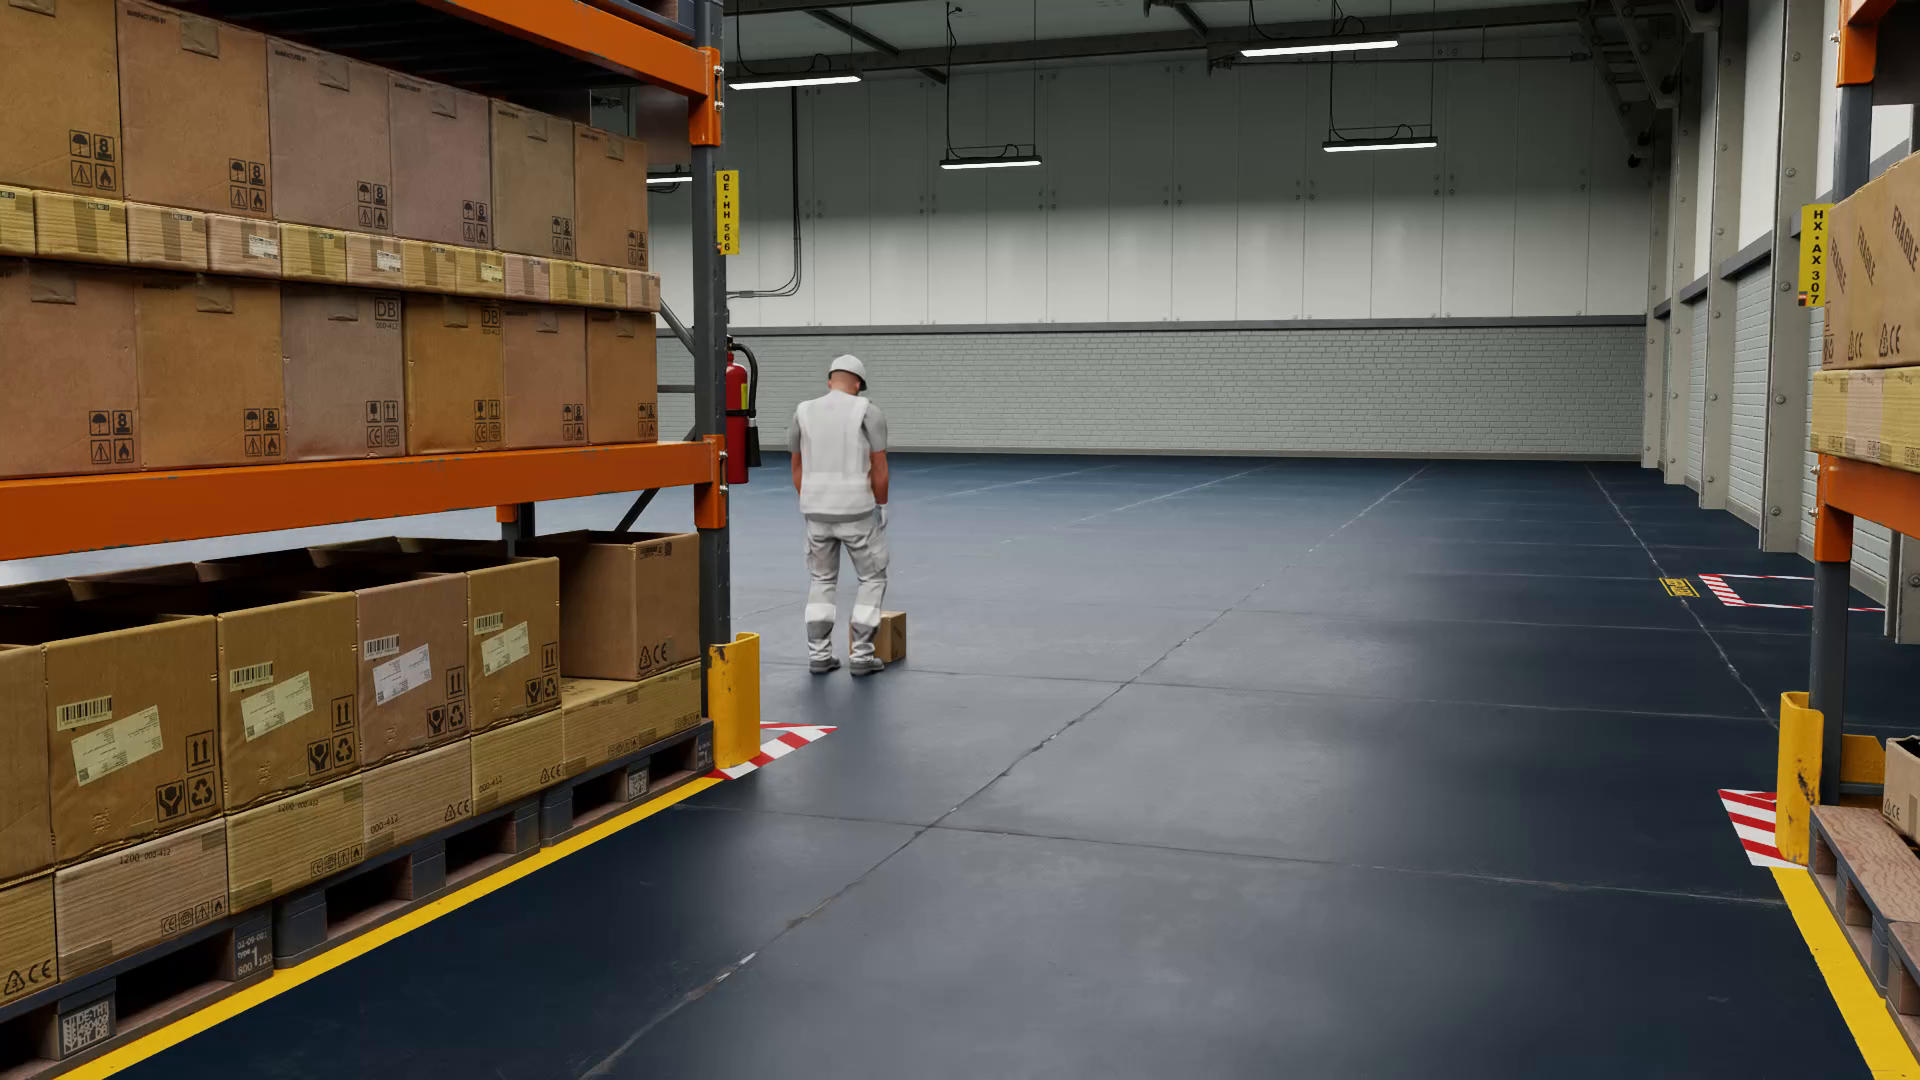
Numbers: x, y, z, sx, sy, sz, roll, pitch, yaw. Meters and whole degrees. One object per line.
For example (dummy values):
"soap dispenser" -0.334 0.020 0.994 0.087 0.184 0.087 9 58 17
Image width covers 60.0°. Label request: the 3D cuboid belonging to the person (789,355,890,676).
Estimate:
"person" -0.641 -0.141 8.896 0.554 1.698 0.516 2 5 20
